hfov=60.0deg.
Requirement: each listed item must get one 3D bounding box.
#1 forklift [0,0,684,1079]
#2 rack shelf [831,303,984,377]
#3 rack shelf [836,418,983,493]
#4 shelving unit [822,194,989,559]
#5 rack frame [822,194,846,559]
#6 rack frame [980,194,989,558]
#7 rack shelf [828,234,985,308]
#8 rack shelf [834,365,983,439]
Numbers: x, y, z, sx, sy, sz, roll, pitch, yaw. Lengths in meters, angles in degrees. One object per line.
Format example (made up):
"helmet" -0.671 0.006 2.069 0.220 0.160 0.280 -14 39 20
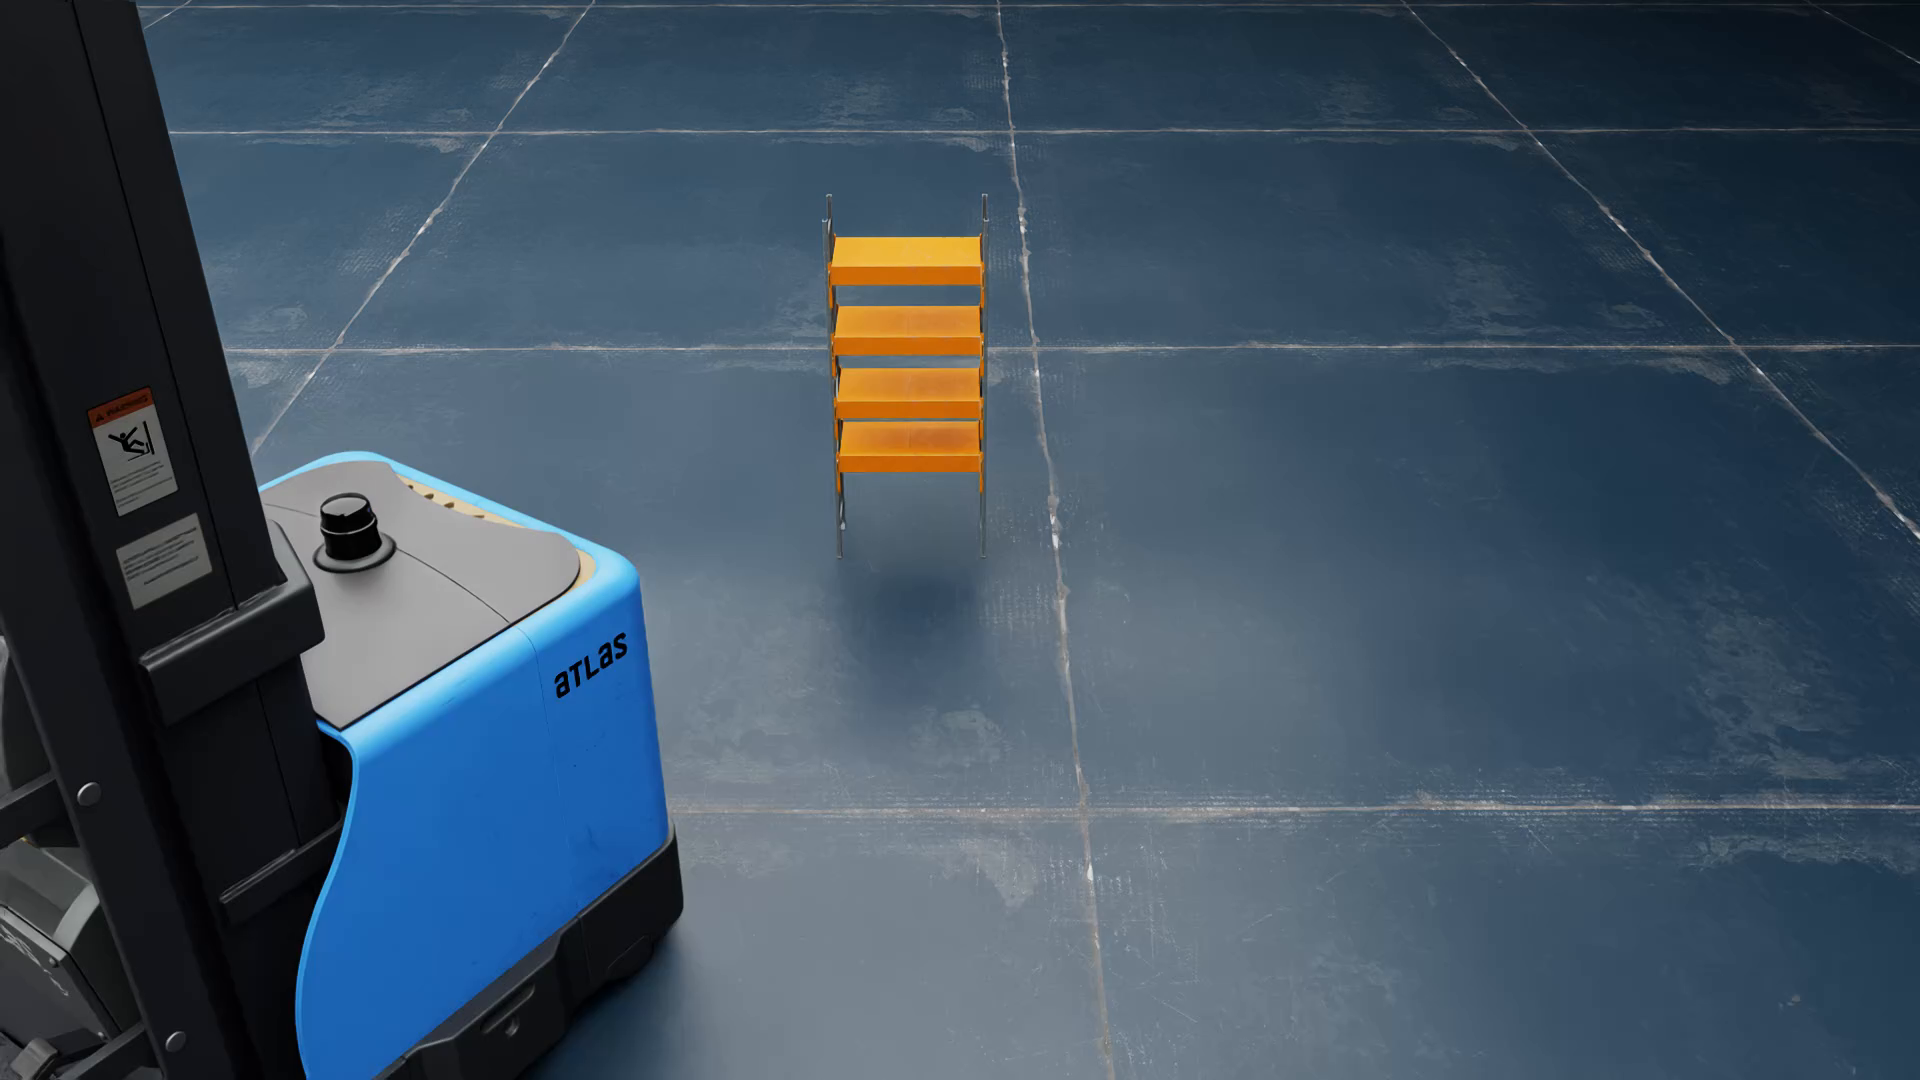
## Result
"forklift" -1.933 0.196 2.601 1.130 2.935 3.031 20 36 29
"rack shelf" -0.166 -0.646 5.357 0.480 0.148 0.258 0 31 0
"rack shelf" -0.166 -0.285 5.576 0.480 0.148 0.258 0 31 0
"shelving unit" -0.166 -0.512 5.438 0.503 1.200 0.258 0 31 0
"rack frame" -0.410 -0.512 5.437 0.015 1.200 0.240 0 31 0
"rack frame" 0.078 -0.513 5.439 0.015 1.200 0.240 0 31 0
"rack shelf" -0.166 -0.848 5.234 0.480 0.148 0.258 0 31 0
"rack shelf" -0.166 -0.455 5.473 0.480 0.148 0.258 0 31 0
